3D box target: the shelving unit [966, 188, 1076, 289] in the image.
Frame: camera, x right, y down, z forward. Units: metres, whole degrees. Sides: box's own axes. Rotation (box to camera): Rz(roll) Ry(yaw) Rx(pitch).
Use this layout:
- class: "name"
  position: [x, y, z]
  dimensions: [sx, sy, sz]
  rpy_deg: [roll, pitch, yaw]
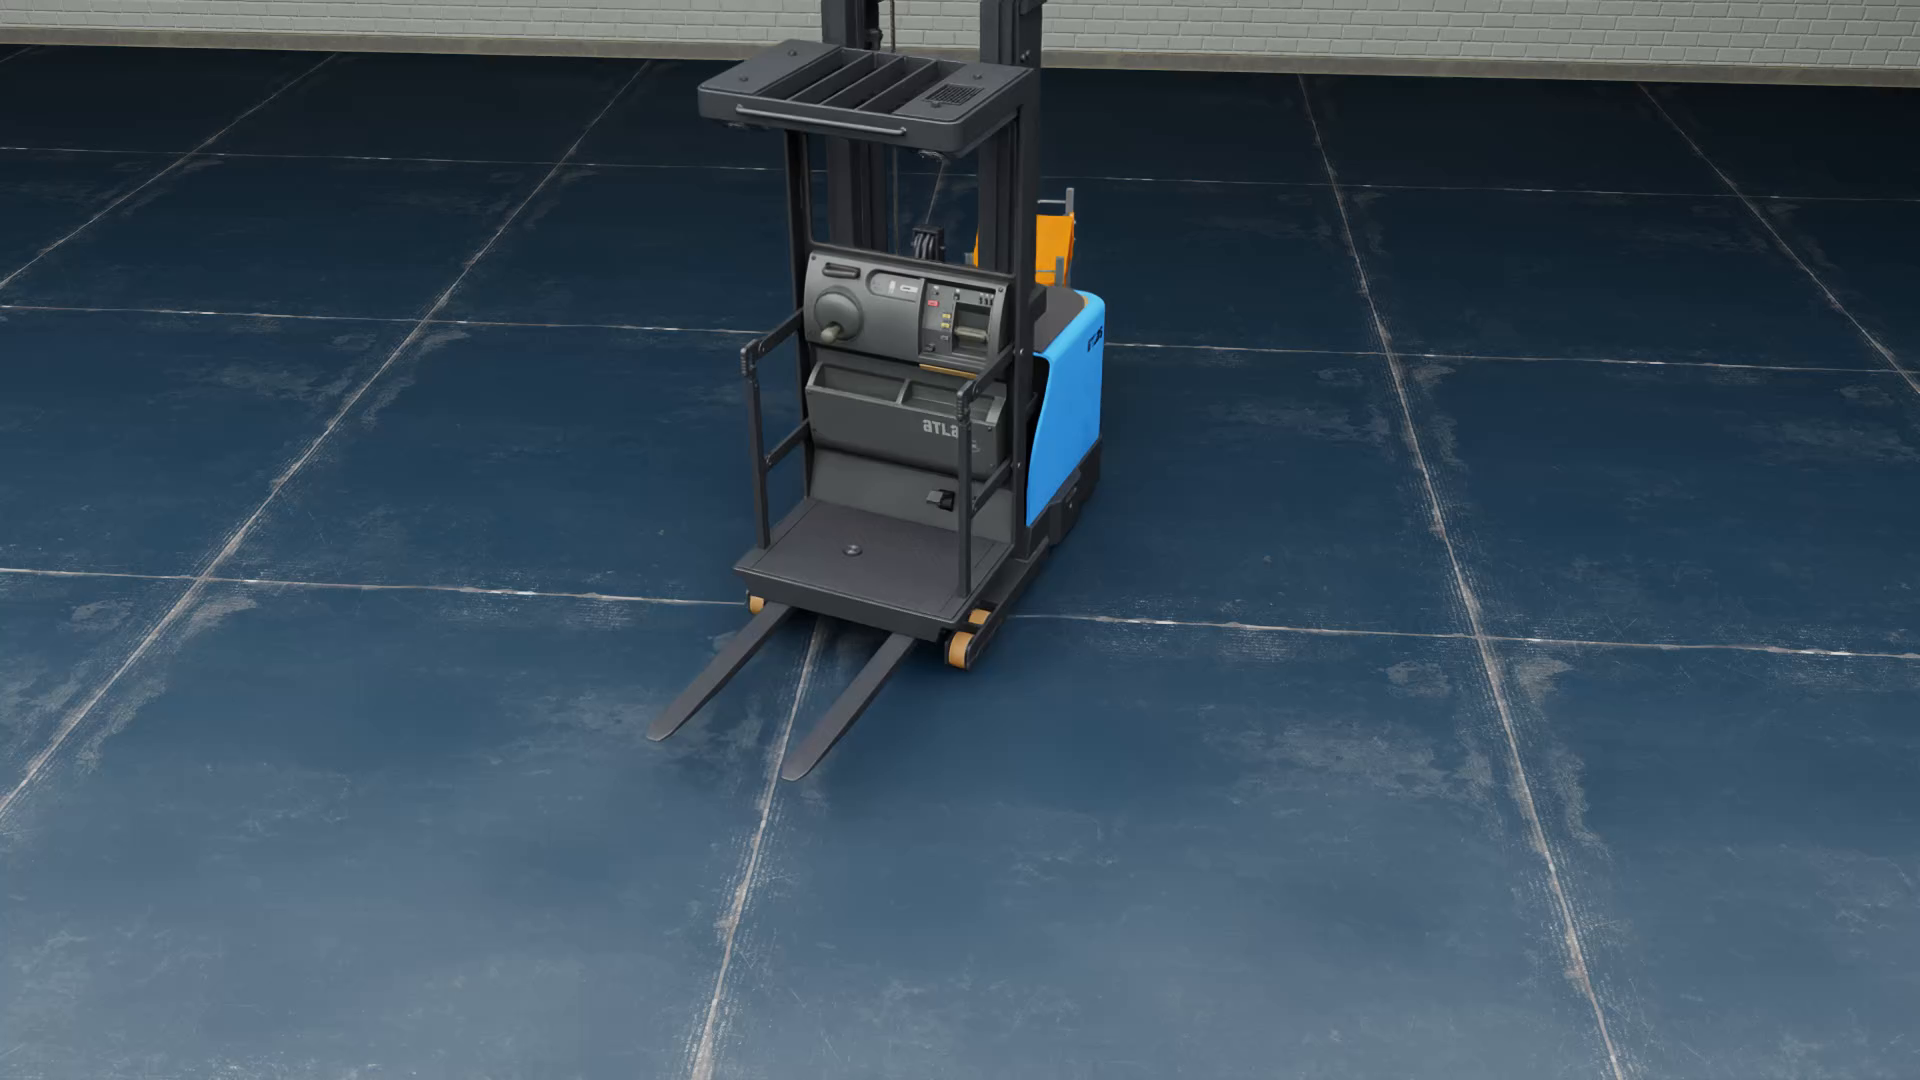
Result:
- class: "shelving unit"
  position: [0.334, -1.232, 9.177]
  dimensions: [0.538, 1.125, 1.048]
  rpy_deg: [3, 32, 5]

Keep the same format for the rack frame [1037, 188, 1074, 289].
- class: "rack frame"
  position: [0.389, -1.497, 9.608]
  dimensions: [0.500, 1.125, 0.032]
  rpy_deg: [3, 32, 5]

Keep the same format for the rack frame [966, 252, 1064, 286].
- class: "rack frame"
  position: [0.280, -0.967, 8.747]
  dimensions: [0.500, 1.125, 0.032]
  rpy_deg: [3, 32, 5]

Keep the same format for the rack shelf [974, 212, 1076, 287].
- class: "rack shelf"
  position: [0.334, -1.481, 9.024]
  dimensions: [0.538, 0.278, 1.000]
  rpy_deg: [3, 32, 5]

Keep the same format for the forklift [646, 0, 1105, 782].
- class: "forklift"
  position: [-0.327, -0.935, 6.973]
  dimensions: [1.130, 2.935, 3.031]
  rpy_deg: [13, 34, 20]
